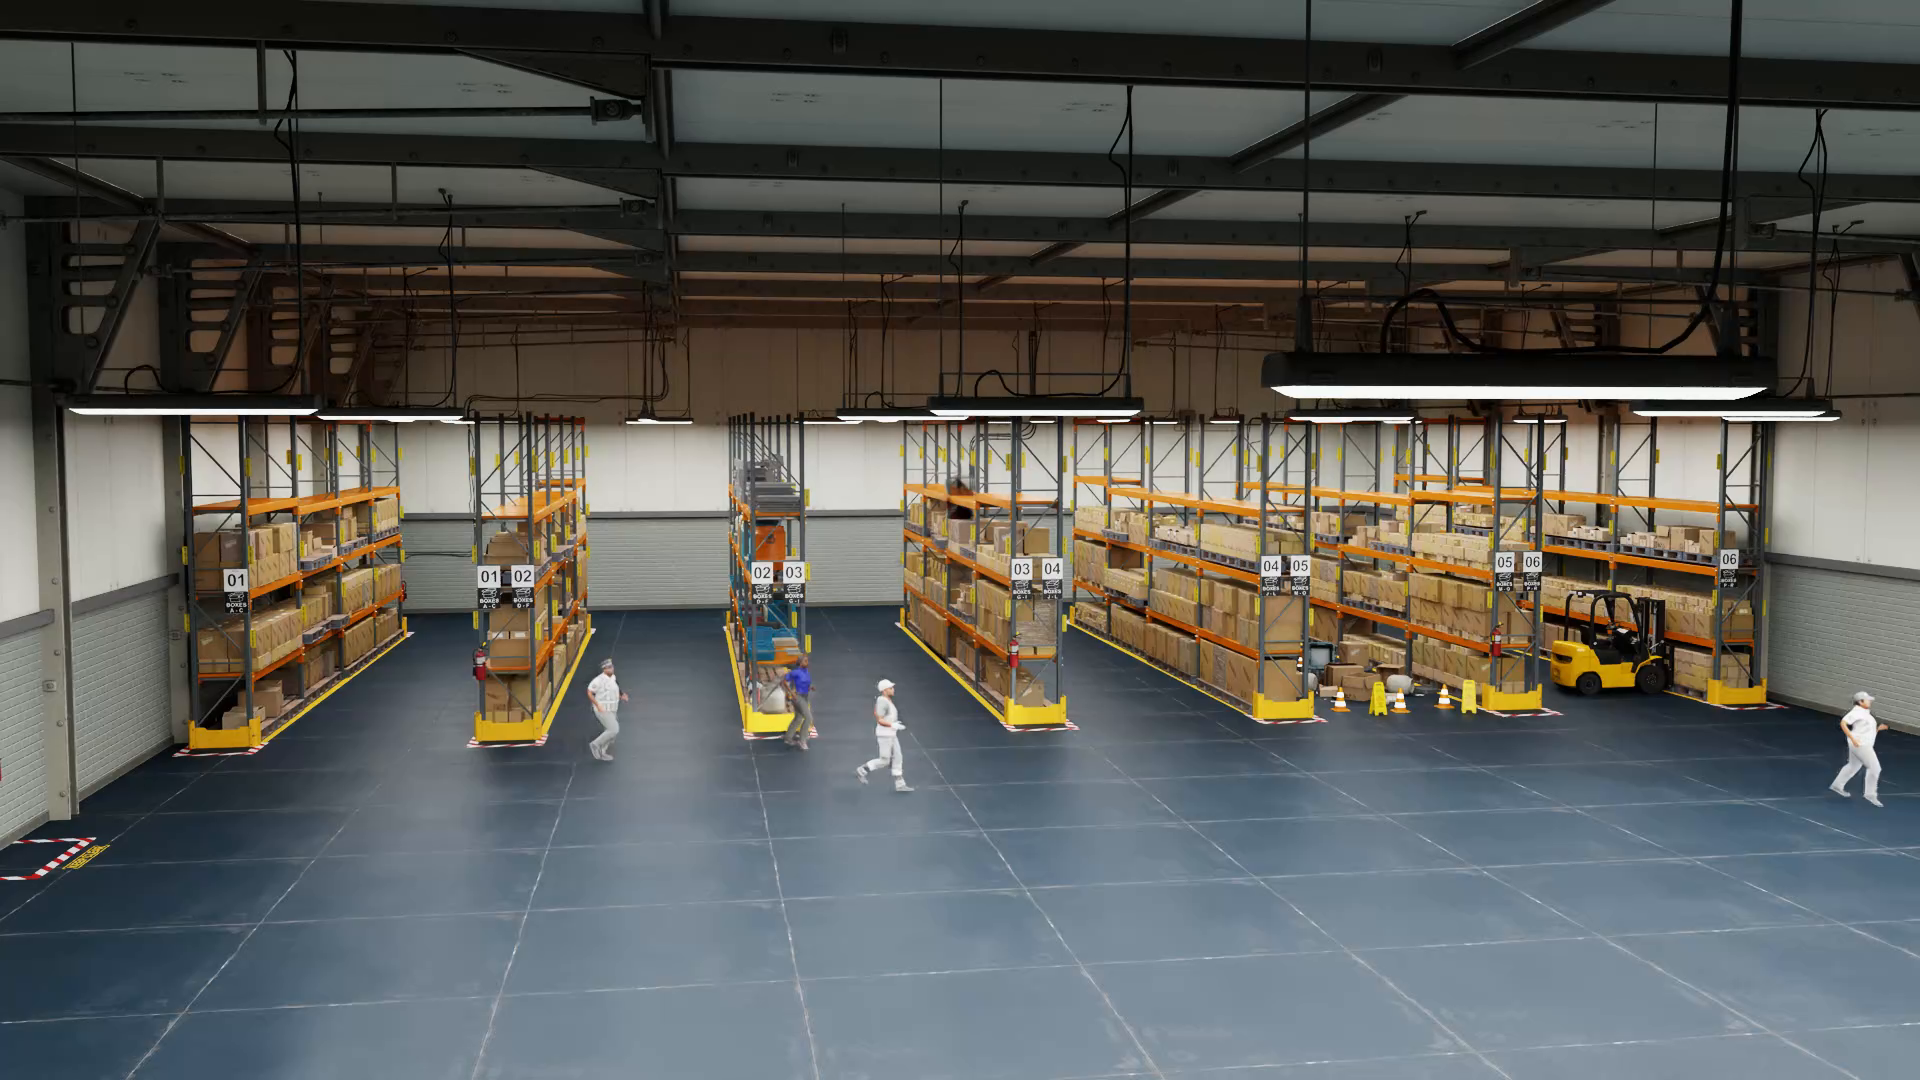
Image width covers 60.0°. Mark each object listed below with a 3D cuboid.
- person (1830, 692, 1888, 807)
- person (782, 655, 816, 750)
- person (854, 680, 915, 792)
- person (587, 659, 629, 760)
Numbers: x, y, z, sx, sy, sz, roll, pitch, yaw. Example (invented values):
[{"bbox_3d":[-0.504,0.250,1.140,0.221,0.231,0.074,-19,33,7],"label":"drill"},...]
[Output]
[{"bbox_3d":[13.709,3.171,25.341,0.747,1.729,0.579,2,5,31],"label":"person"},{"bbox_3d":[-2.854,2.897,29.620,0.653,1.707,0.580,1,4,20],"label":"person"},{"bbox_3d":[-1.179,3.065,26.000,0.959,1.774,0.653,1,4,8],"label":"person"},{"bbox_3d":[-6.012,2.904,28.569,0.605,1.752,0.644,1,4,16],"label":"person"}]
